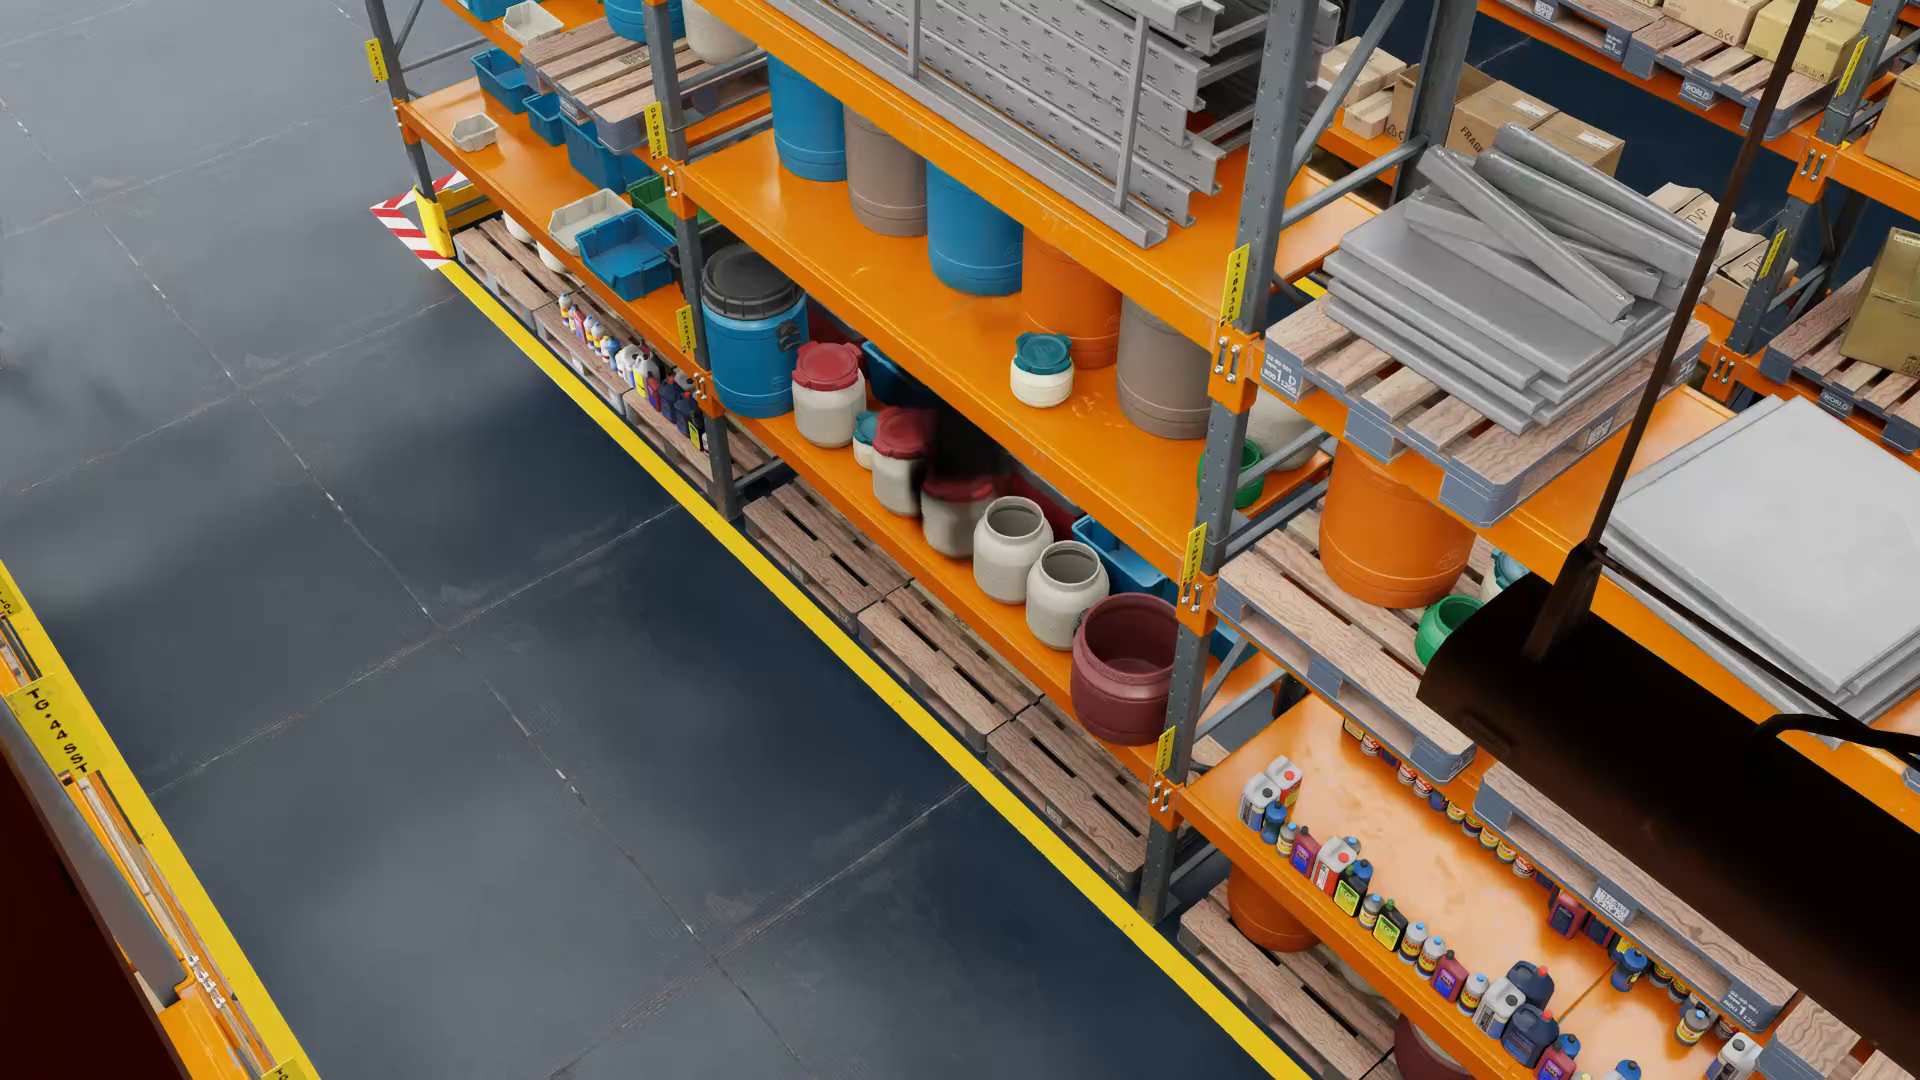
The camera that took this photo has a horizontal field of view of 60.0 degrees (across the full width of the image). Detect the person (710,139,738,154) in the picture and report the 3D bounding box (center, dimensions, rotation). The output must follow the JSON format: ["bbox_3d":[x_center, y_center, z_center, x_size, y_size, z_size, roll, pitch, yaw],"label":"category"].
[{"bbox_3d":[-1.829,-3.288,12.934,0.768,1.798,0.631,35,56,29],"label":"person"}]
